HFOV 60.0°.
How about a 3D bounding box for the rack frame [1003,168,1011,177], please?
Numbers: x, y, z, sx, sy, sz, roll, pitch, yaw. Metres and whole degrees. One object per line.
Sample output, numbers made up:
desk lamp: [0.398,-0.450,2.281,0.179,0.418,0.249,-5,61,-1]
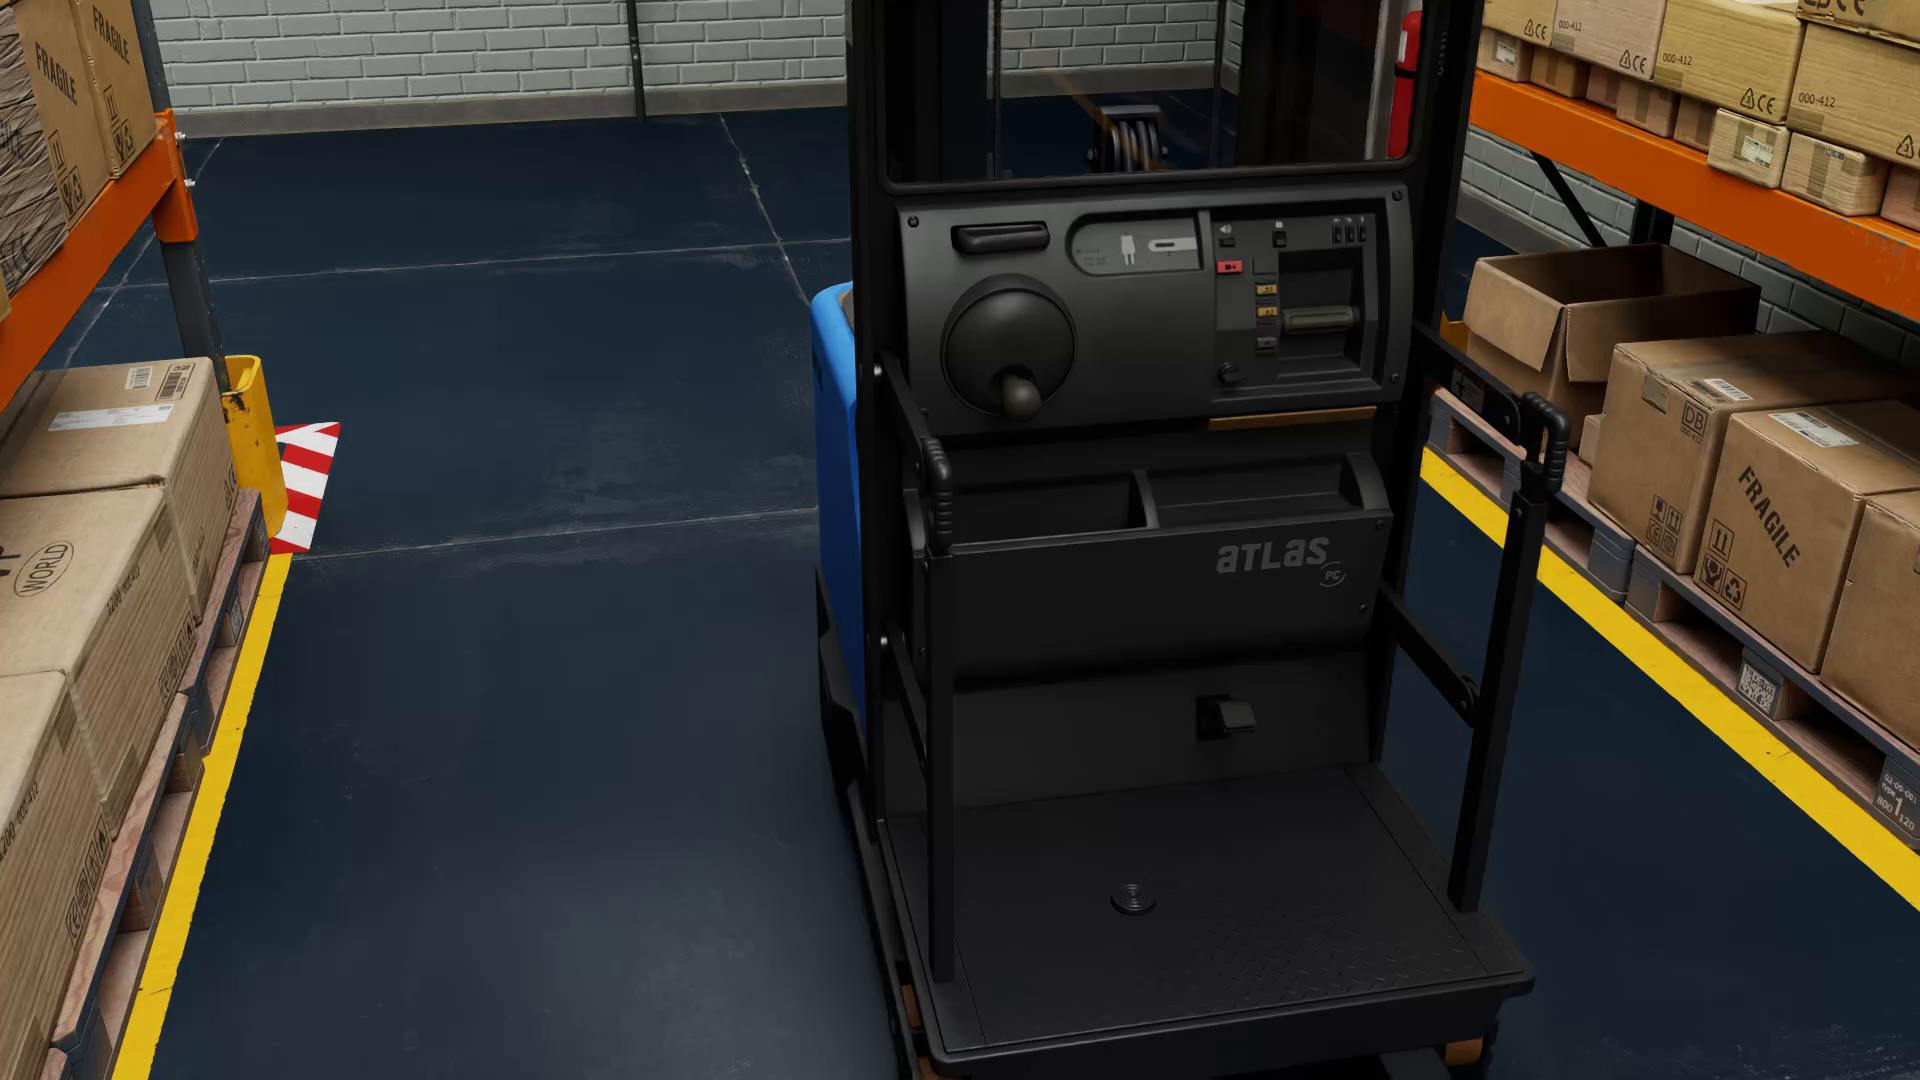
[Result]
rack frame: [0.024,-0.489,4.887,0.240,1.200,0.006,-6,27,-12]

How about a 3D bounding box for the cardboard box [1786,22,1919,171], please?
cardboard box: [2.285,-1.023,3.785,0.500,0.250,0.500,-7,28,-13]

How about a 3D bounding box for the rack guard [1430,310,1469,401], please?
rack guard: [2.095,-0.700,6.083,1.175,0.500,0.348,-6,27,-12]

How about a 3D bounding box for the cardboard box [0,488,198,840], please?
cardboard box: [-2.297,0.293,3.718,0.875,0.438,0.875,-5,27,-10]

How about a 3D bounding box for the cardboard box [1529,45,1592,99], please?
cardboard box: [1.987,-1.458,5.089,0.380,0.149,0.250,-5,27,-10]

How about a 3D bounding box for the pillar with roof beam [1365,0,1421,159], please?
pillar with roof beam: [-1.846,-5.366,5.894,9.100,9.000,0.400,-6,27,-12]

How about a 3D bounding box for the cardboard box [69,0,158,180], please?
cardboard box: [-2.391,-1.204,4.195,0.500,0.500,0.500,-6,27,-11]

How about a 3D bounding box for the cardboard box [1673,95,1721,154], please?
cardboard box: [2.142,-1.113,4.406,0.380,0.149,0.250,-6,27,-11]

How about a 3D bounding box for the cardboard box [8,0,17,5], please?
cardboard box: [-2.271,-1.421,3.516,0.500,0.500,0.500,-6,27,-11]

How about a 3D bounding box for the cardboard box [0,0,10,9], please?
cardboard box: [-2.162,-1.204,3.085,0.500,0.500,0.500,-6,27,-12]

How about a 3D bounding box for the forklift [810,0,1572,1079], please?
forklift: [0.400,-0.382,2.755,1.130,2.935,3.031,-5,27,-10]

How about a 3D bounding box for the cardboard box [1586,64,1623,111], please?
cardboard box: [2.080,-1.347,4.868,0.380,0.149,0.250,-6,27,-12]

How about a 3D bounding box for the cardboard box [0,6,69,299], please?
cardboard box: [-2.167,-0.757,3.310,0.500,0.500,0.500,-5,27,-10]

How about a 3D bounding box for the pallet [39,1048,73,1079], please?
pallet: [-1.951,1.315,2.410,1.003,0.211,1.213,-6,27,-12]

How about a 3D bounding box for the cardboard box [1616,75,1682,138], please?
cardboard box: [2.077,-1.229,4.636,0.380,0.149,0.250,-5,27,-10]

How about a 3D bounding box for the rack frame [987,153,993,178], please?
rack frame: [-0.017,-0.569,5.047,0.240,1.200,0.006,-6,27,-12]

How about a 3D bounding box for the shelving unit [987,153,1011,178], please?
shelving unit: [0.003,-0.529,4.967,0.258,1.200,0.189,-6,27,-12]

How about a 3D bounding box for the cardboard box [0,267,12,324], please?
cardboard box: [-2.038,-0.532,2.864,0.500,0.500,0.500,-5,27,-10]

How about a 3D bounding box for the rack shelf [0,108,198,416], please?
rack shelf: [-2.307,-0.145,3.007,1.077,0.370,4.000,-6,27,-12]

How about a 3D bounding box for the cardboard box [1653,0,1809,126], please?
cardboard box: [2.149,-1.246,4.225,0.500,0.250,0.500,-6,27,-13]

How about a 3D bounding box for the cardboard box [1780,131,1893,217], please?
cardboard box: [2.205,-0.881,3.946,0.380,0.149,0.250,-5,27,-10]

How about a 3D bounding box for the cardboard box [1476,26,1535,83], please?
cardboard box: [1.884,-1.565,5.301,0.380,0.149,0.250,-6,27,-12]

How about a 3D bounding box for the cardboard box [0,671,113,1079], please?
cardboard box: [-2.095,0.689,2.934,0.875,0.438,0.875,-7,28,-13]

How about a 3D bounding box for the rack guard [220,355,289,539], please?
rack guard: [-2.763,-0.239,5.168,1.175,0.500,0.348,-6,27,-12]

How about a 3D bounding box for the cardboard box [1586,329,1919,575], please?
cardboard box: [2.278,-0.264,4.752,0.700,0.500,0.500,-5,27,-9]

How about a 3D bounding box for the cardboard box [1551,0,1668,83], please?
cardboard box: [2.031,-1.468,4.665,0.500,0.250,0.500,-6,27,-11]

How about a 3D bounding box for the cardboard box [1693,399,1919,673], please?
cardboard box: [2.299,-0.022,4.272,0.500,0.500,0.500,-5,27,-11]

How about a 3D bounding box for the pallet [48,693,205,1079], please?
pallet: [-2.230,0.778,3.474,1.003,0.211,1.213,-6,27,-12]

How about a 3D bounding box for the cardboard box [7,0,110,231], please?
cardboard box: [-2.293,-0.982,3.756,0.500,0.500,0.500,-7,28,-13]

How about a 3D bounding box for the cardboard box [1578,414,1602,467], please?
cardboard box: [2.181,-0.296,5.205,0.380,0.149,0.250,-7,28,-14]

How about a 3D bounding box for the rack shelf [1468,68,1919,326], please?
rack shelf: [2.528,-0.651,4.008,1.077,0.370,4.000,-6,27,-12]

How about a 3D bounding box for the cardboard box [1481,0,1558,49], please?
cardboard box: [1.917,-1.689,5.104,0.500,0.250,0.500,-6,27,-11]

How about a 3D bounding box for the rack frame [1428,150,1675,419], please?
rack frame: [2.077,-1.850,5.586,1.000,3.000,0.127,-6,27,-12]

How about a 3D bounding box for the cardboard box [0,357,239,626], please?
cardboard box: [-2.511,-0.108,4.513,0.875,0.438,0.875,-7,28,-13]

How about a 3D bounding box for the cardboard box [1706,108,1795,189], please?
cardboard box: [2.126,-0.995,4.171,0.380,0.149,0.250,-7,28,-13]

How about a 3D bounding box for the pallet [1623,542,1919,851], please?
pallet: [2.547,0.313,4.396,1.003,0.211,1.213,-6,27,-12]

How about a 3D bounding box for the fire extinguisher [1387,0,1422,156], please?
fire extinguisher: [1.594,-1.666,5.722,0.296,0.674,0.183,-6,27,-12]

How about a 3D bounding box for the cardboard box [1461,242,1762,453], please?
cardboard box: [2.123,-0.645,5.503,0.797,0.503,0.637,-7,28,-14]

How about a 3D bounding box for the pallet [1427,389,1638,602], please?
pallet: [2.275,-0.221,5.455,1.003,0.211,1.213,-6,27,-12]

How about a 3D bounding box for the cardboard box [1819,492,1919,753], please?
cardboard box: [2.512,0.192,3.849,0.700,0.500,0.500,-7,28,-14]

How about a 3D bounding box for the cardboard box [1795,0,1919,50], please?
cardboard box: [2.256,-1.365,3.630,0.500,0.500,0.500,-5,27,-10]

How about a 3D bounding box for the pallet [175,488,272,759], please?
pallet: [-2.501,0.244,4.533,1.003,0.211,1.213,-6,27,-12]

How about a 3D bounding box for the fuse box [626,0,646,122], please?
fuse box: [-1.972,-3.391,10.070,0.539,1.711,0.414,-6,27,-12]

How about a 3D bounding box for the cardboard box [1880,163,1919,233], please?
cardboard box: [2.331,-0.775,3.736,0.380,0.149,0.250,-6,27,-12]

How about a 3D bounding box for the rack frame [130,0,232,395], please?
rack frame: [-2.758,-1.344,4.584,1.000,3.000,0.127,-6,27,-12]
